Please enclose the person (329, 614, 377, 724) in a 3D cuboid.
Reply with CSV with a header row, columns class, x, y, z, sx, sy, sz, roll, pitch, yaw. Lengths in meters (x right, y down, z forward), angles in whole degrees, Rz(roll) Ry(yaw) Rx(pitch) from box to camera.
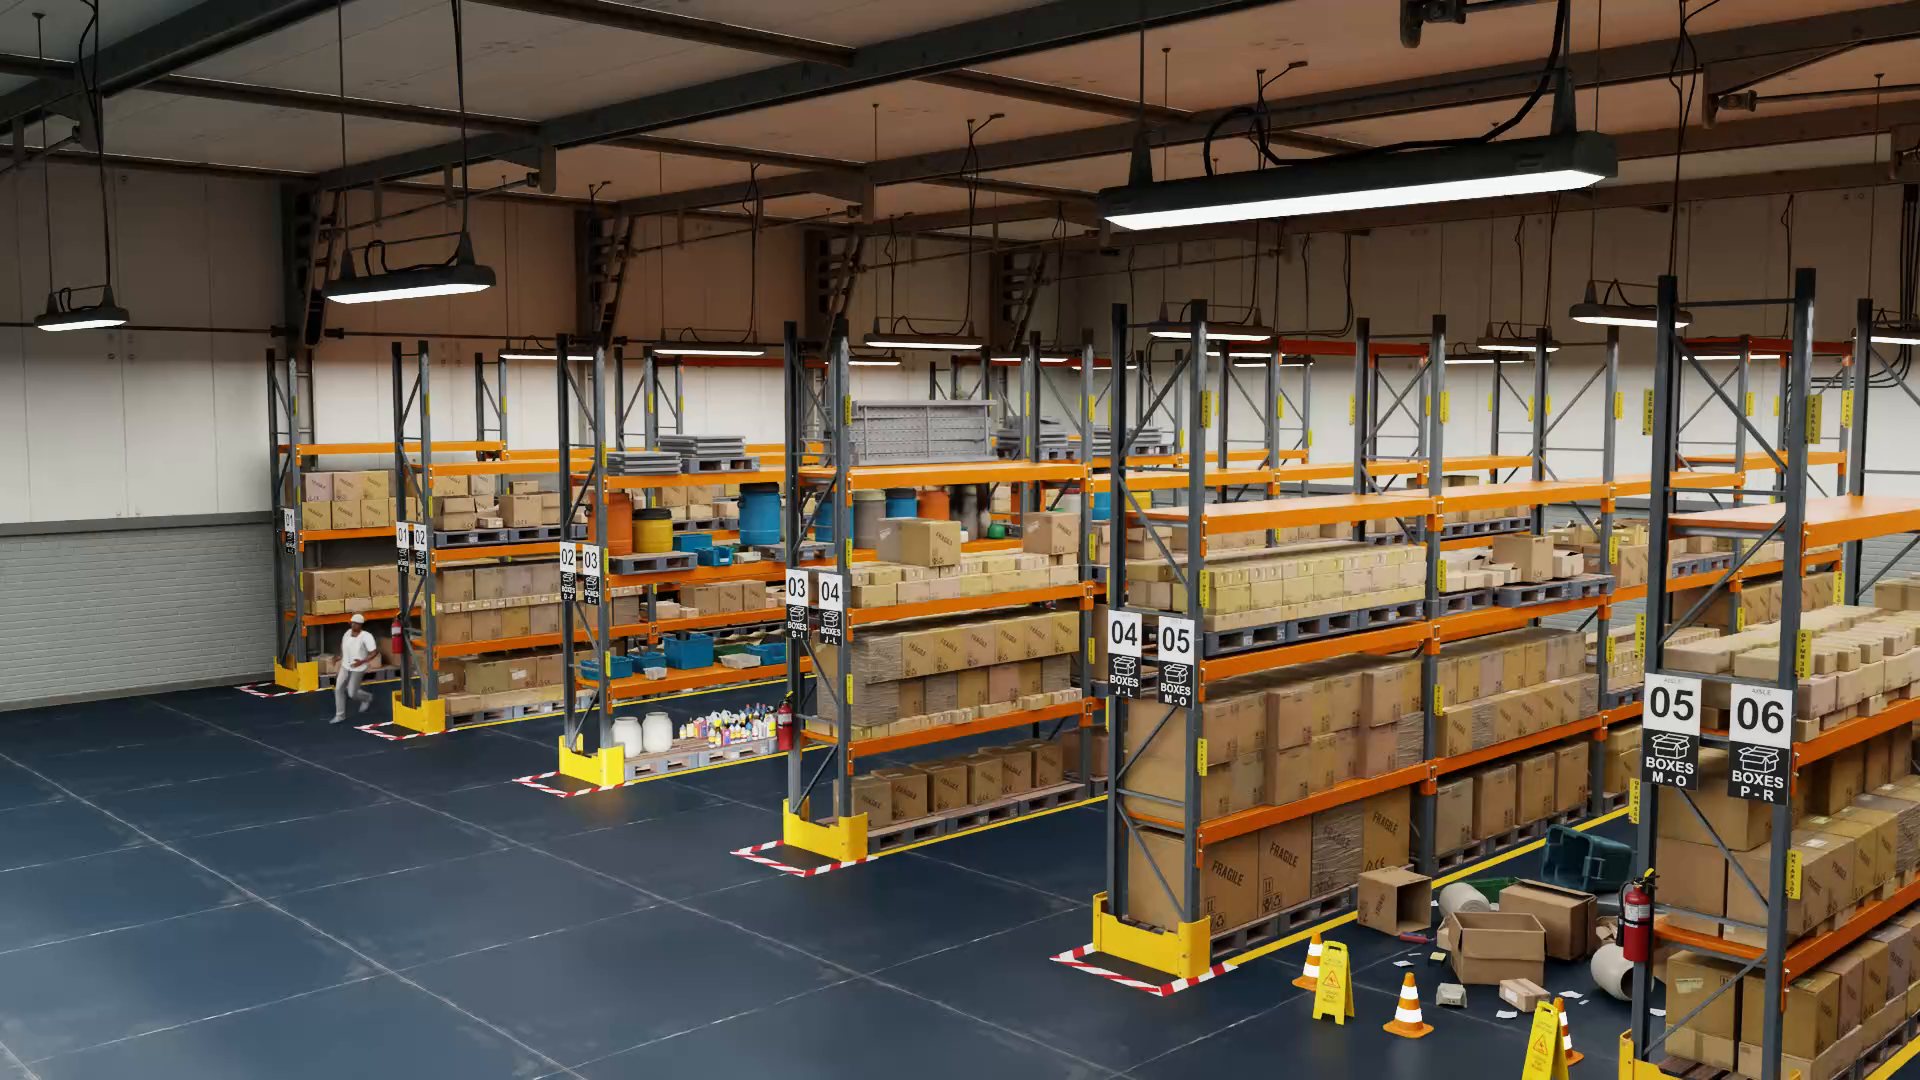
class,x,y,z,sx,sy,sz,roll,pitch,yaw
person,-9.604,2.028,26.463,0.743,1.730,0.808,2,5,20
